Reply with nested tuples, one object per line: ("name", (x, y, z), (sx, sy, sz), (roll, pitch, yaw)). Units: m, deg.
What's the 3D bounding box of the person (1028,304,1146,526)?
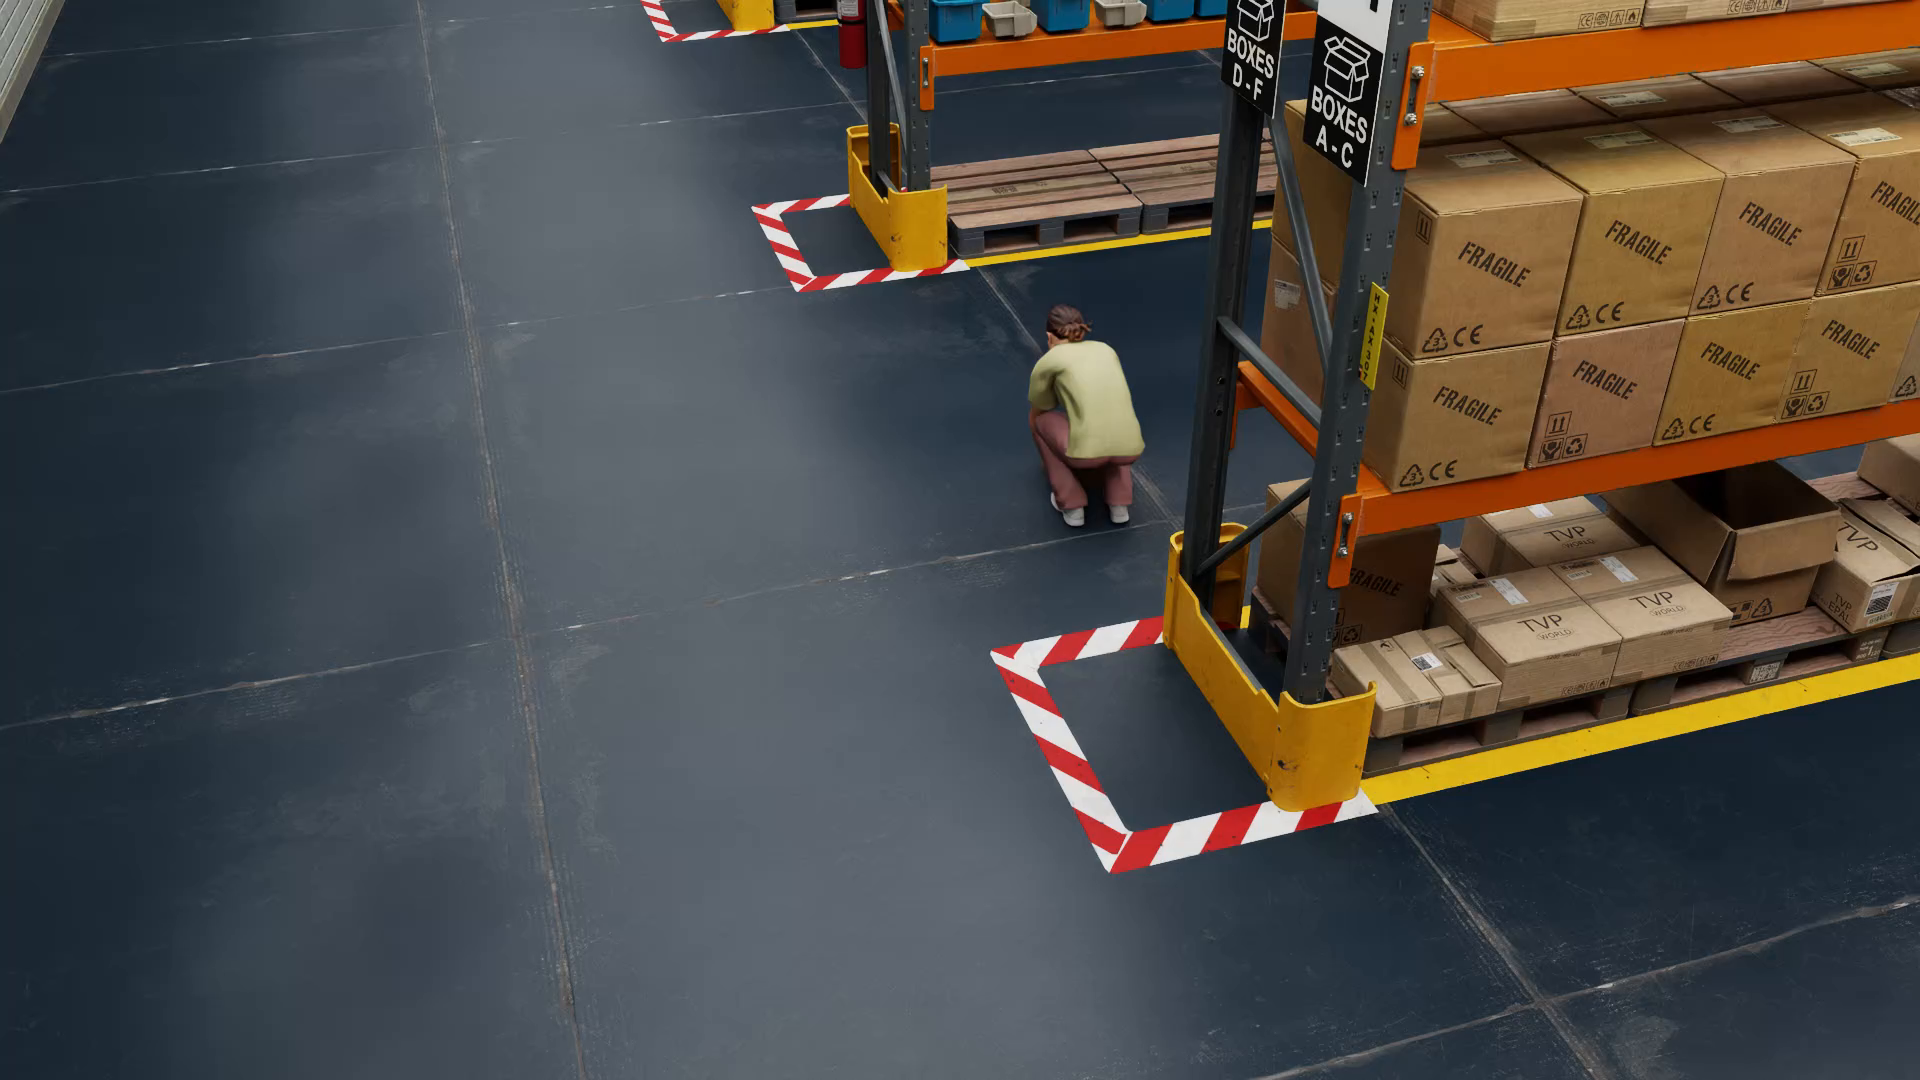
("person", (0.576, -0.566, 7.710), (0.493, 0.864, 0.798), (-5, 34, -8))
